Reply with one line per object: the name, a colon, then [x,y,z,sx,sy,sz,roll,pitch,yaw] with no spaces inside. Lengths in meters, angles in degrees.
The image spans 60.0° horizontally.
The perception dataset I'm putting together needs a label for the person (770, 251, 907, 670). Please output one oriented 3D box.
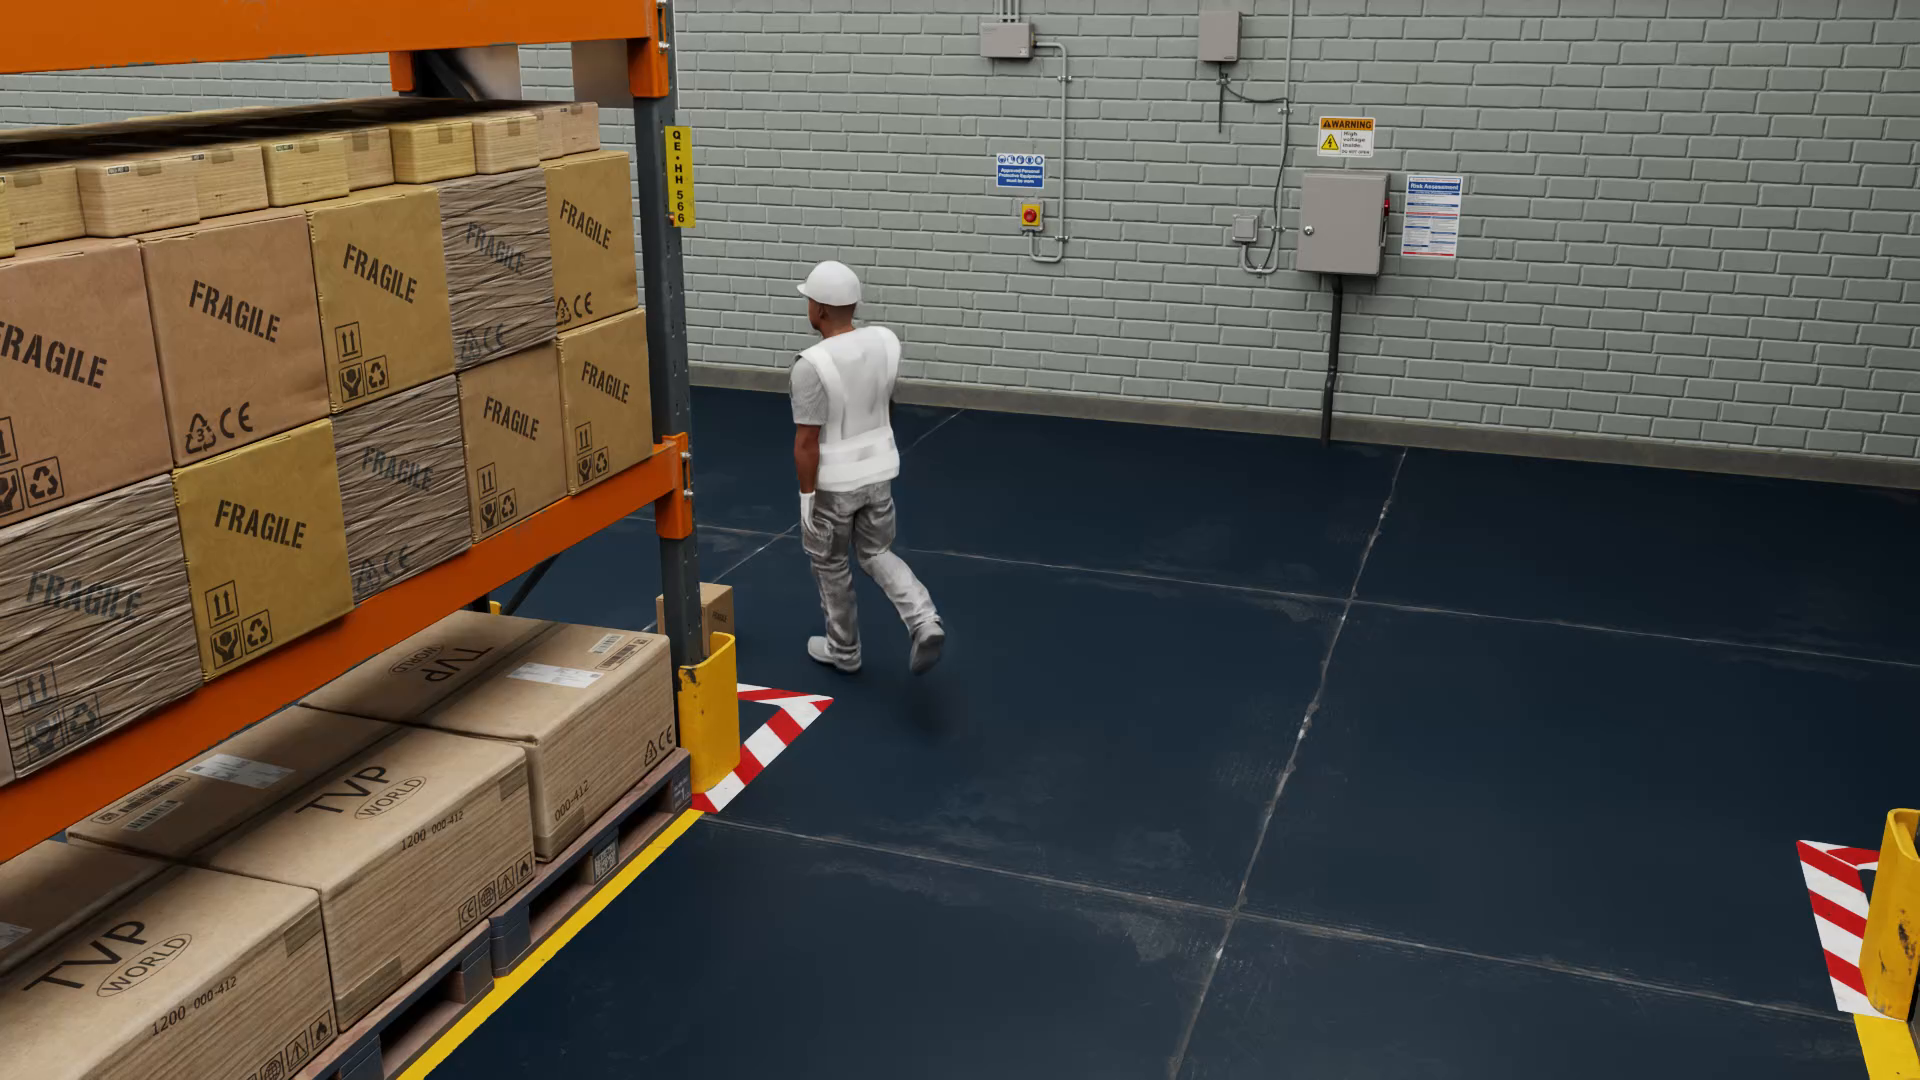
person: [-0.534,-0.299,6.859,0.491,1.782,0.619,14,23,37]
